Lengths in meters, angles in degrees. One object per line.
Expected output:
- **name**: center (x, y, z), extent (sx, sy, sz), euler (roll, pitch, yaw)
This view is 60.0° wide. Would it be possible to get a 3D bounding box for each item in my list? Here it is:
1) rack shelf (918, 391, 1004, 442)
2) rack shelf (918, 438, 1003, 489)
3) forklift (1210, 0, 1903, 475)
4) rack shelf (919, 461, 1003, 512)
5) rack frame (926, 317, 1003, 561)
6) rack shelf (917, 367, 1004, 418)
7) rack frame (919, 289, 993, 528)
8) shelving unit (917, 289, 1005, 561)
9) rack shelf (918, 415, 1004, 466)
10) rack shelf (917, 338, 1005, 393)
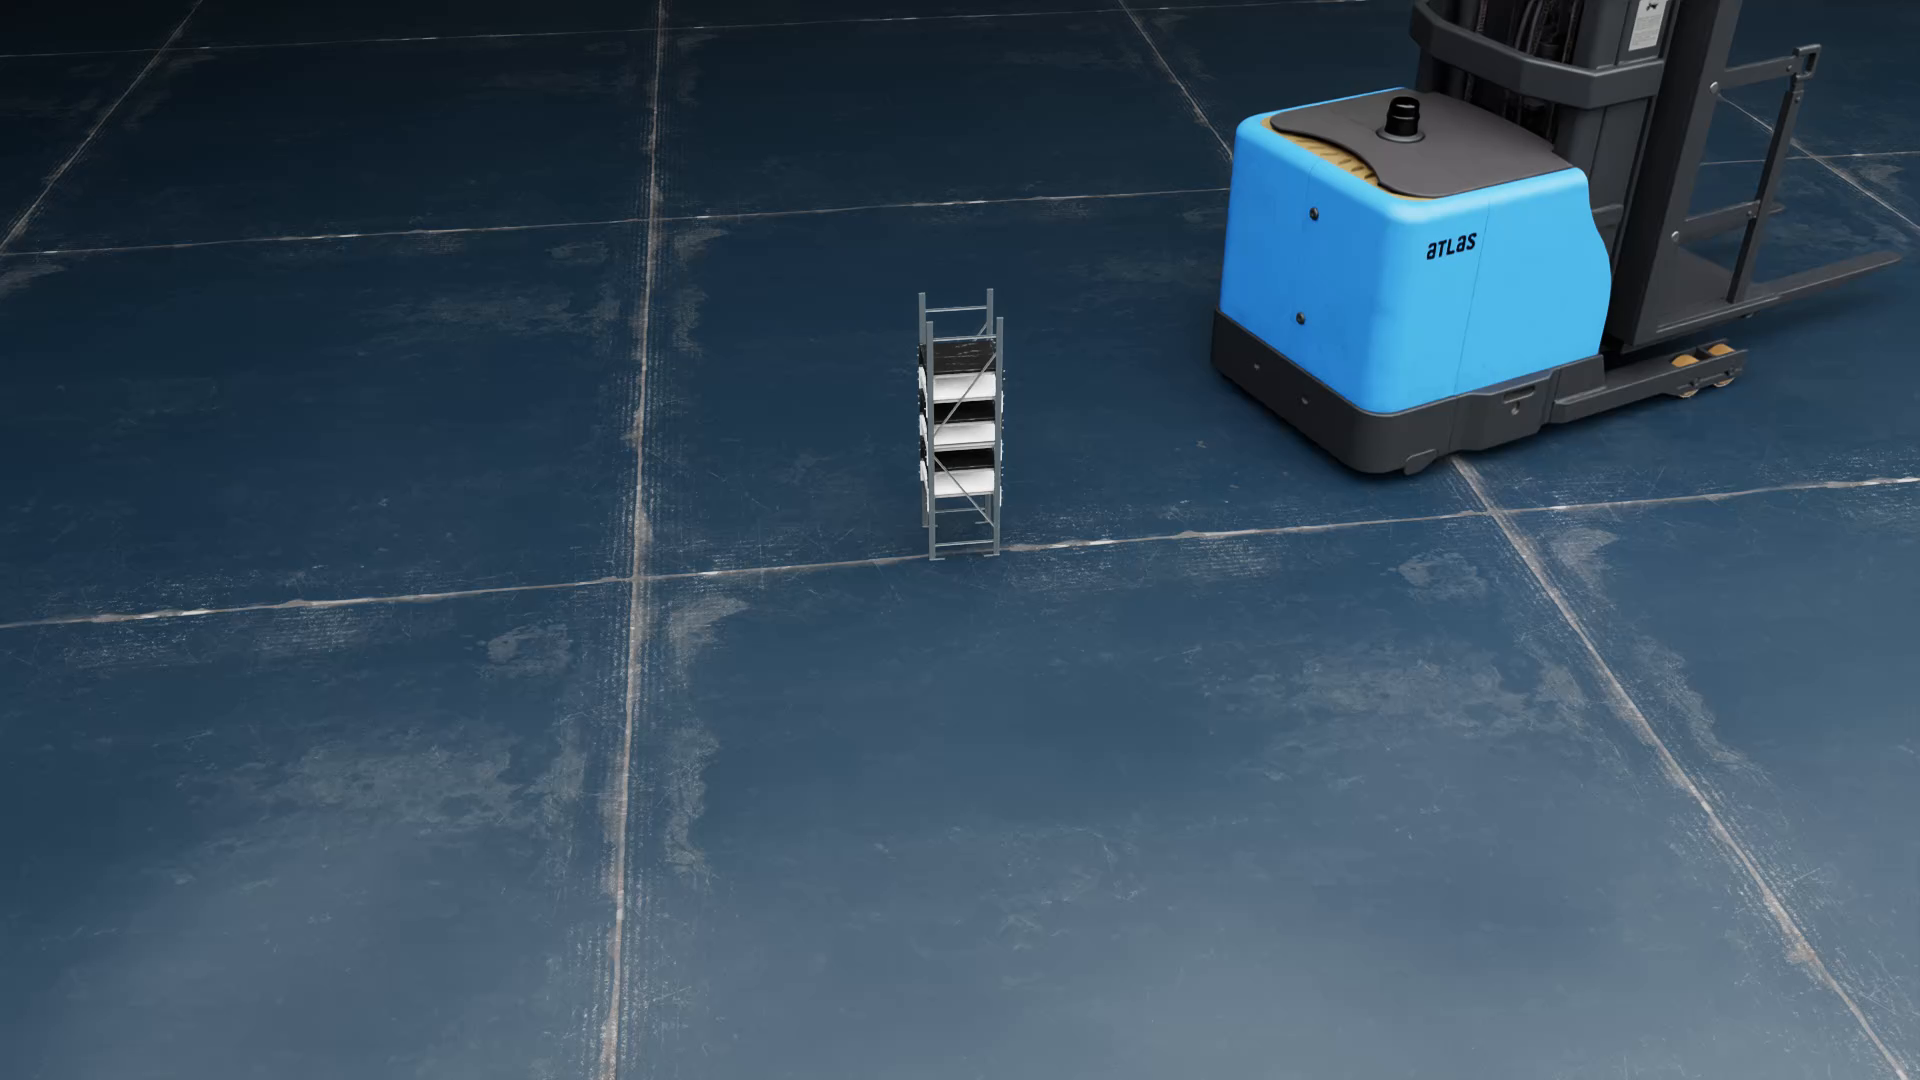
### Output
- **rack shelf**: center (0.001, -0.414, 5.458), extent (0.258, 0.077, 0.200), euler (-4, 35, -6)
- **rack shelf**: center (0.001, -0.265, 5.559), extent (0.258, 0.077, 0.200), euler (-4, 35, -6)
- **forklift**: center (2.554, -2.021, 6.113), extent (3.031, 2.935, 1.130), euler (-16, 37, -22)
- **rack shelf**: center (0.001, -0.191, 5.610), extent (0.258, 0.077, 0.200), euler (-4, 35, -6)
- **rack frame**: center (0.015, -0.311, 5.407), extent (0.240, 0.900, 0.006), euler (-4, 35, -6)
- **rack shelf**: center (0.001, -0.489, 5.407), extent (0.258, 0.077, 0.200), euler (-4, 35, -6)
- **rack frame**: center (-0.013, -0.424, 5.573), extent (0.240, 0.900, 0.006), euler (-4, 35, -6)
- **shelving unit**: center (0.001, -0.367, 5.490), extent (0.258, 0.900, 0.210), euler (-4, 35, -6)
- **rack shelf**: center (0.001, -0.340, 5.509), extent (0.258, 0.077, 0.200), euler (-4, 35, -6)
- **rack shelf**: center (0.001, -0.563, 5.357), extent (0.258, 0.077, 0.200), euler (-4, 35, -6)
